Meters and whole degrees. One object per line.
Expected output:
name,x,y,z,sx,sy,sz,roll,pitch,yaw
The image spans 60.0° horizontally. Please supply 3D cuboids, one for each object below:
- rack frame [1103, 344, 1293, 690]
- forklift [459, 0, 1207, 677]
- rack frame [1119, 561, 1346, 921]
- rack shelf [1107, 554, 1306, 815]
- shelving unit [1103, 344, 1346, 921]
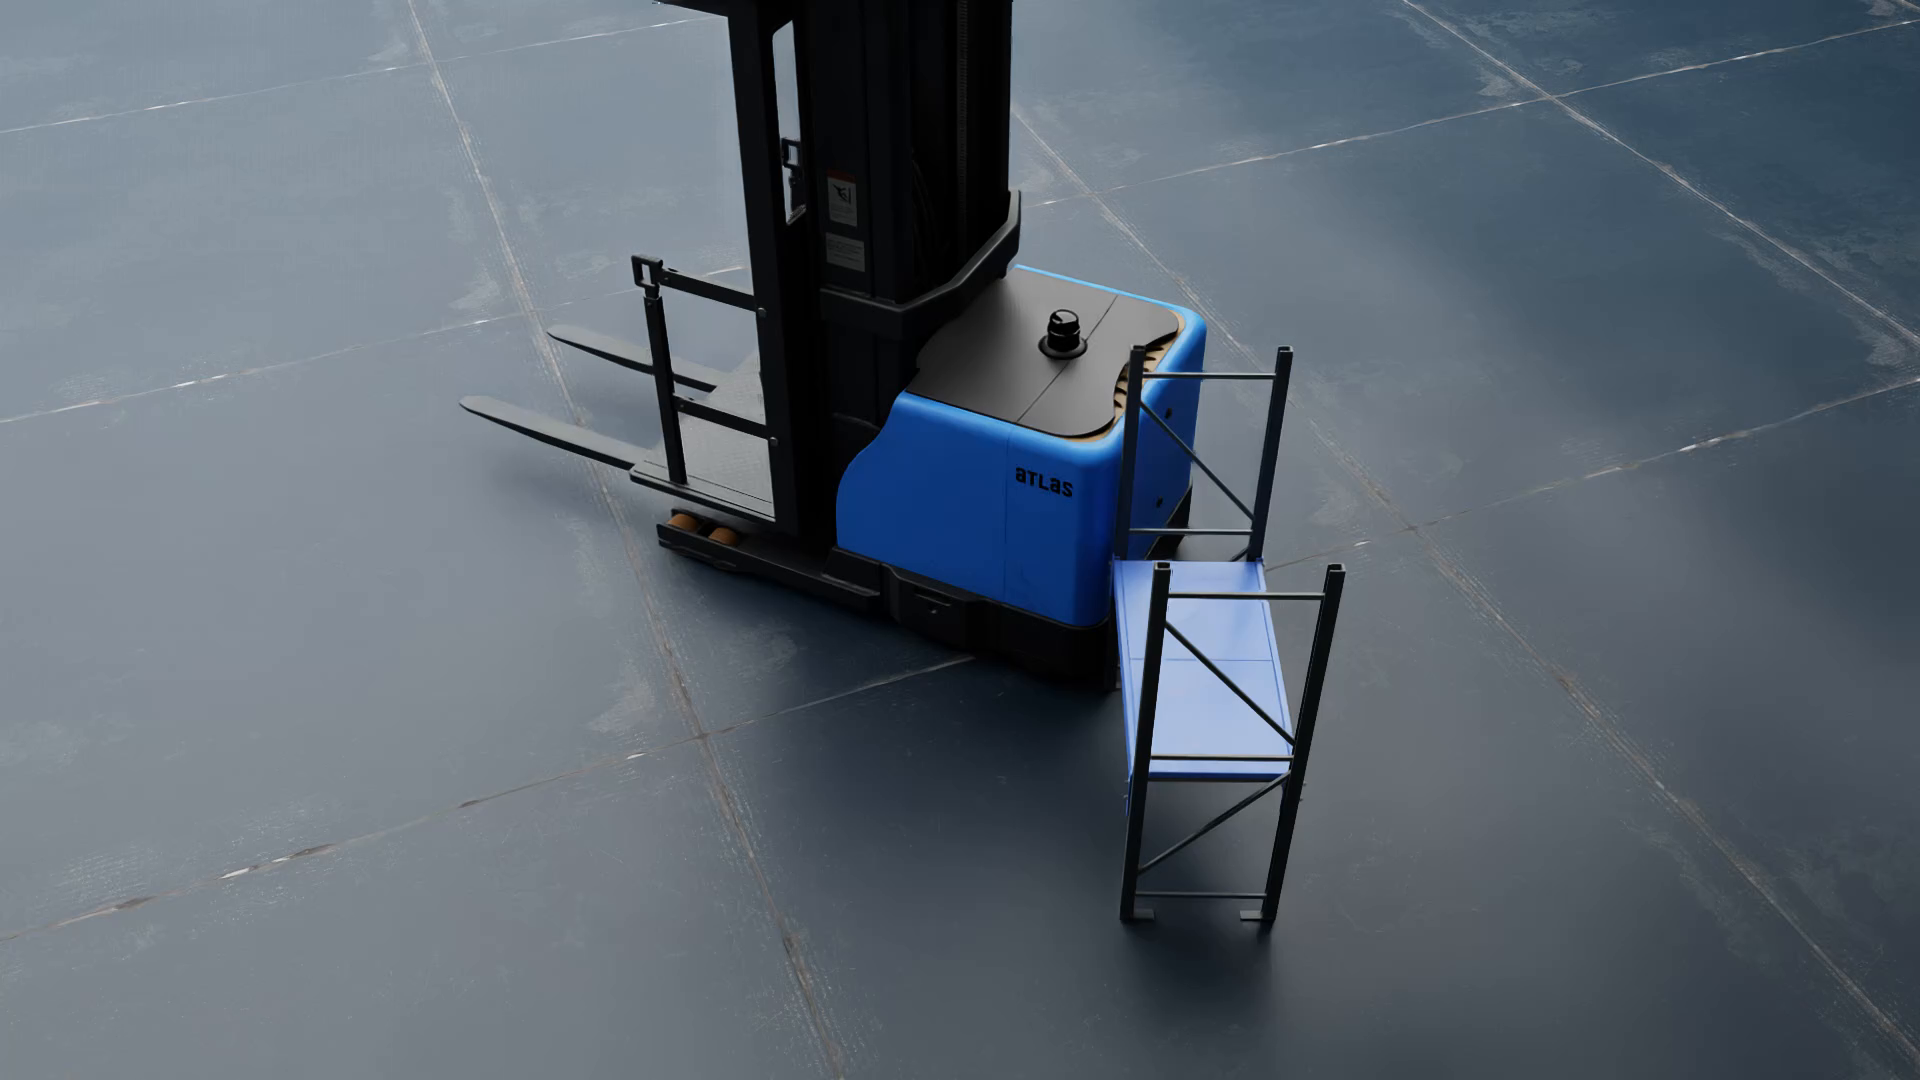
rack frame,0.778,-0.025,5.628,0.500,1.500,0.032,1,41,1
forklift,-0.637,-1.280,5.991,3.031,2.935,1.130,18,44,20
rack frame,0.761,0.638,4.857,0.500,1.500,0.032,1,41,1
rack shelf,0.770,0.443,5.360,0.538,0.185,1.000,1,41,1
shelving unit,0.770,0.307,5.243,0.538,1.500,1.048,1,41,1
